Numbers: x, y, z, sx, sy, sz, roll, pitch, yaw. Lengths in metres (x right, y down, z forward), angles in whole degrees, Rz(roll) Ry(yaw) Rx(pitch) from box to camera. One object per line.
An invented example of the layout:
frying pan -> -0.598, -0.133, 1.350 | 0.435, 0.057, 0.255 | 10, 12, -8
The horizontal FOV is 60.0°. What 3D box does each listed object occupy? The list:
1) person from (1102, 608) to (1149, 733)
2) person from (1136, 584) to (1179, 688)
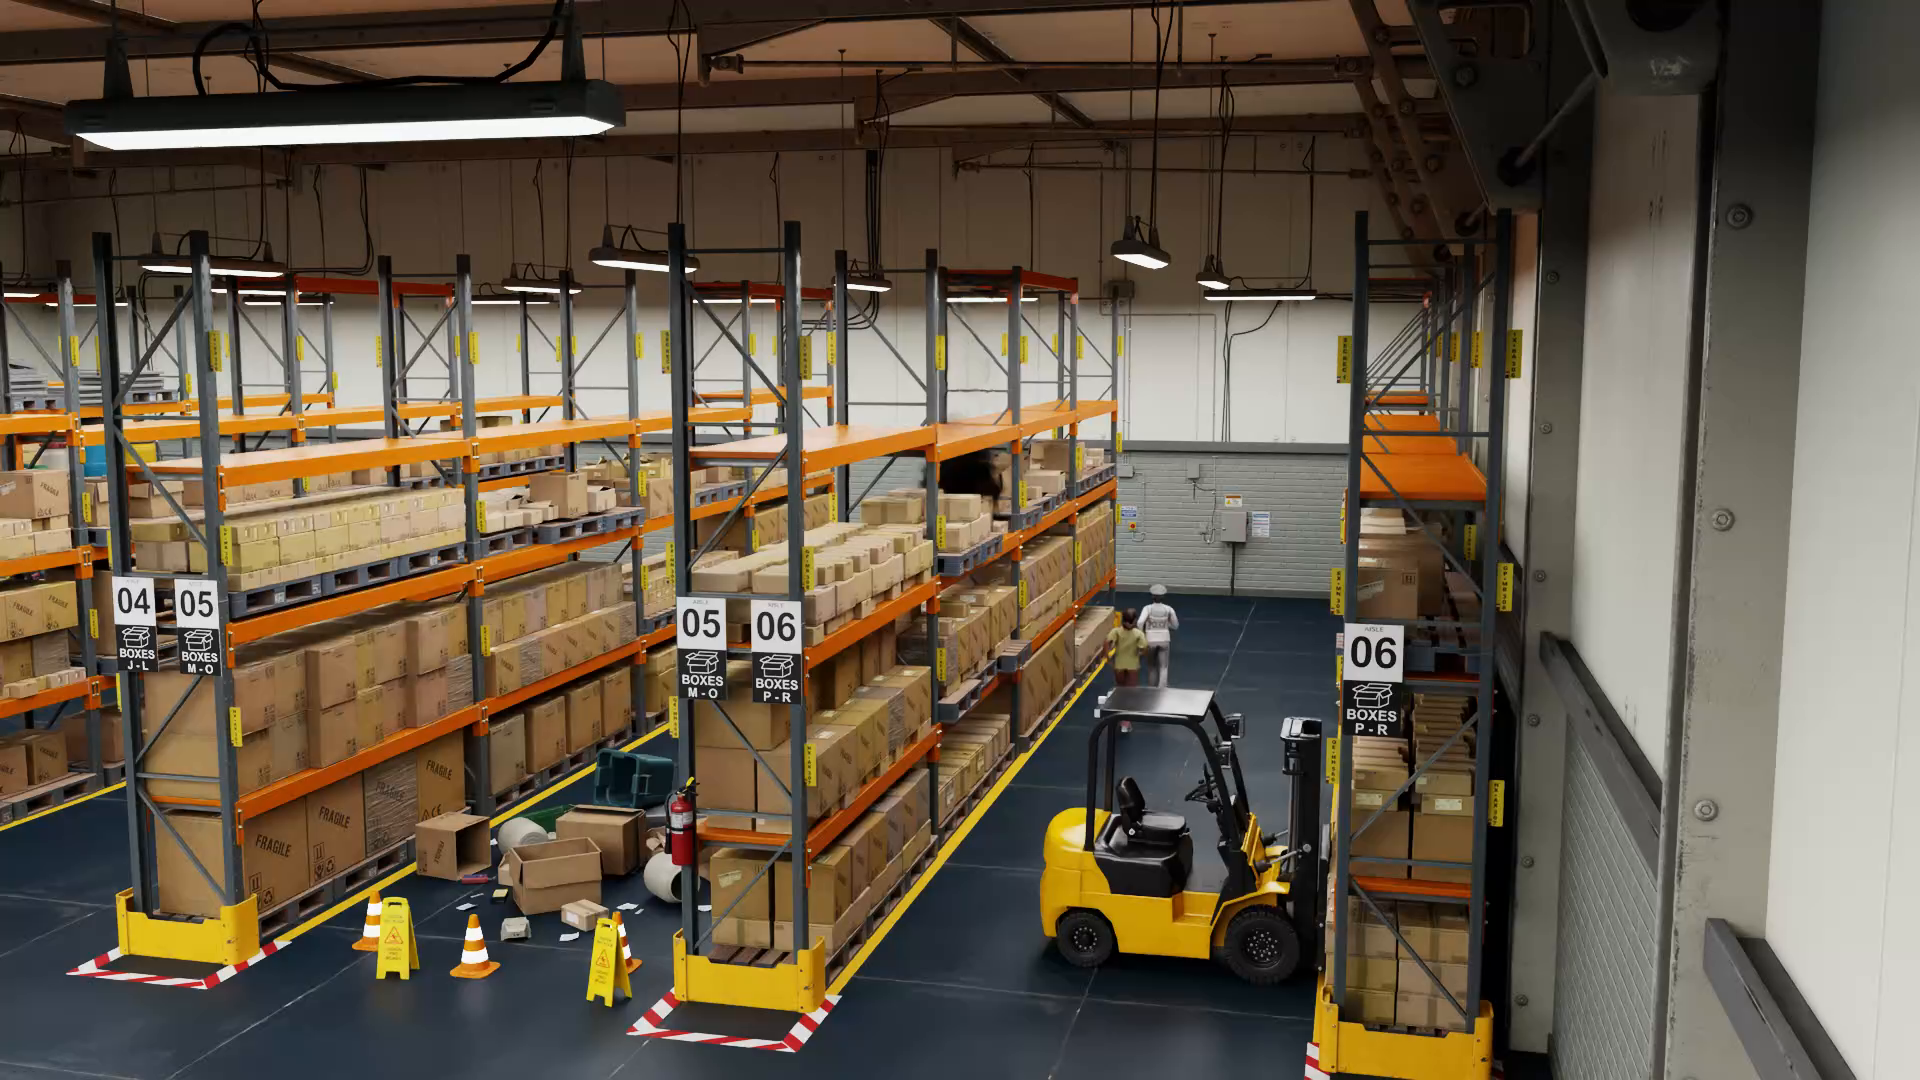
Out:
person -> 2.193, 1.689, 21.866 | 0.587, 1.627, 0.599 | 2, 7, 15
person -> 2.762, 1.467, 23.269 | 0.606, 1.684, 0.927 | 1, 7, 4
